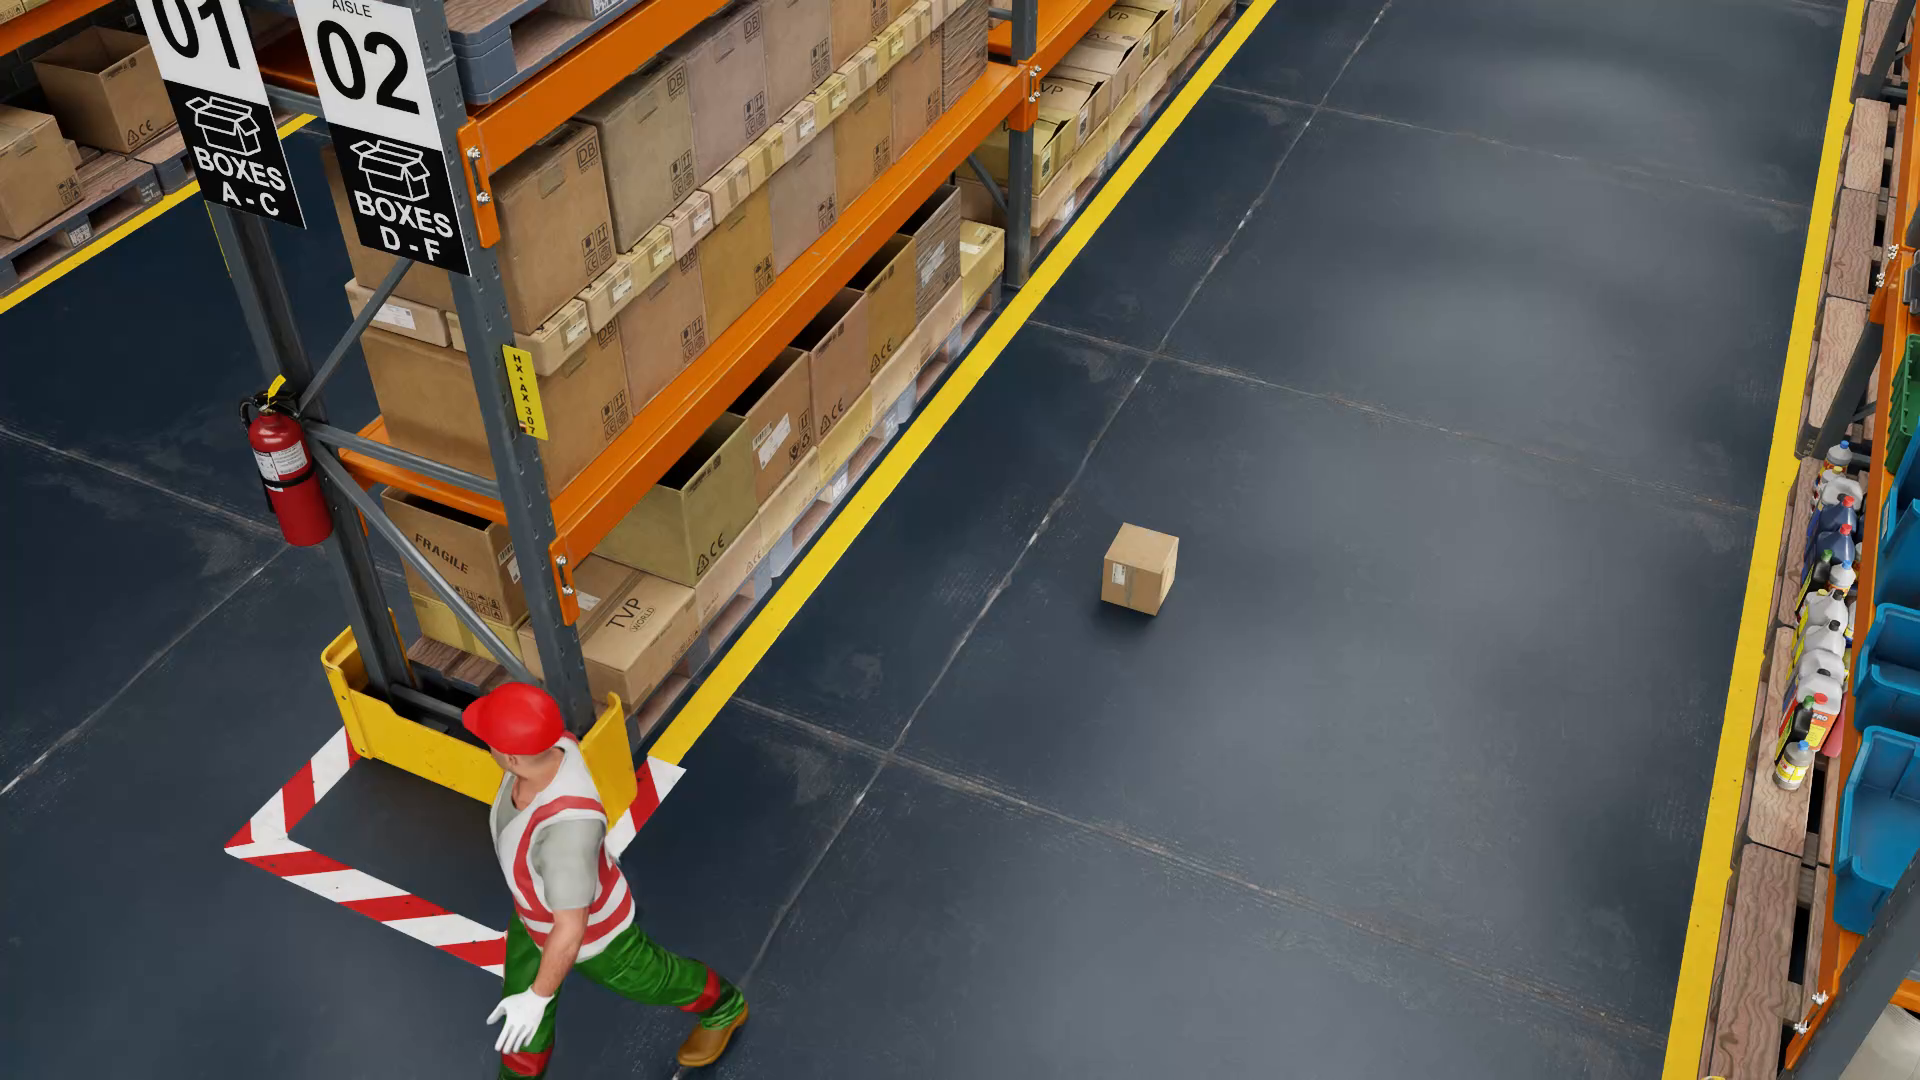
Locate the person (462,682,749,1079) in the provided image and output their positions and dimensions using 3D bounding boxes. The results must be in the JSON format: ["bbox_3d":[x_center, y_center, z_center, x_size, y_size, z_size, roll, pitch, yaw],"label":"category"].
[{"bbox_3d":[-1.179,1.131,4.868,1.051,1.738,0.615,-24,47,-25],"label":"person"}]
